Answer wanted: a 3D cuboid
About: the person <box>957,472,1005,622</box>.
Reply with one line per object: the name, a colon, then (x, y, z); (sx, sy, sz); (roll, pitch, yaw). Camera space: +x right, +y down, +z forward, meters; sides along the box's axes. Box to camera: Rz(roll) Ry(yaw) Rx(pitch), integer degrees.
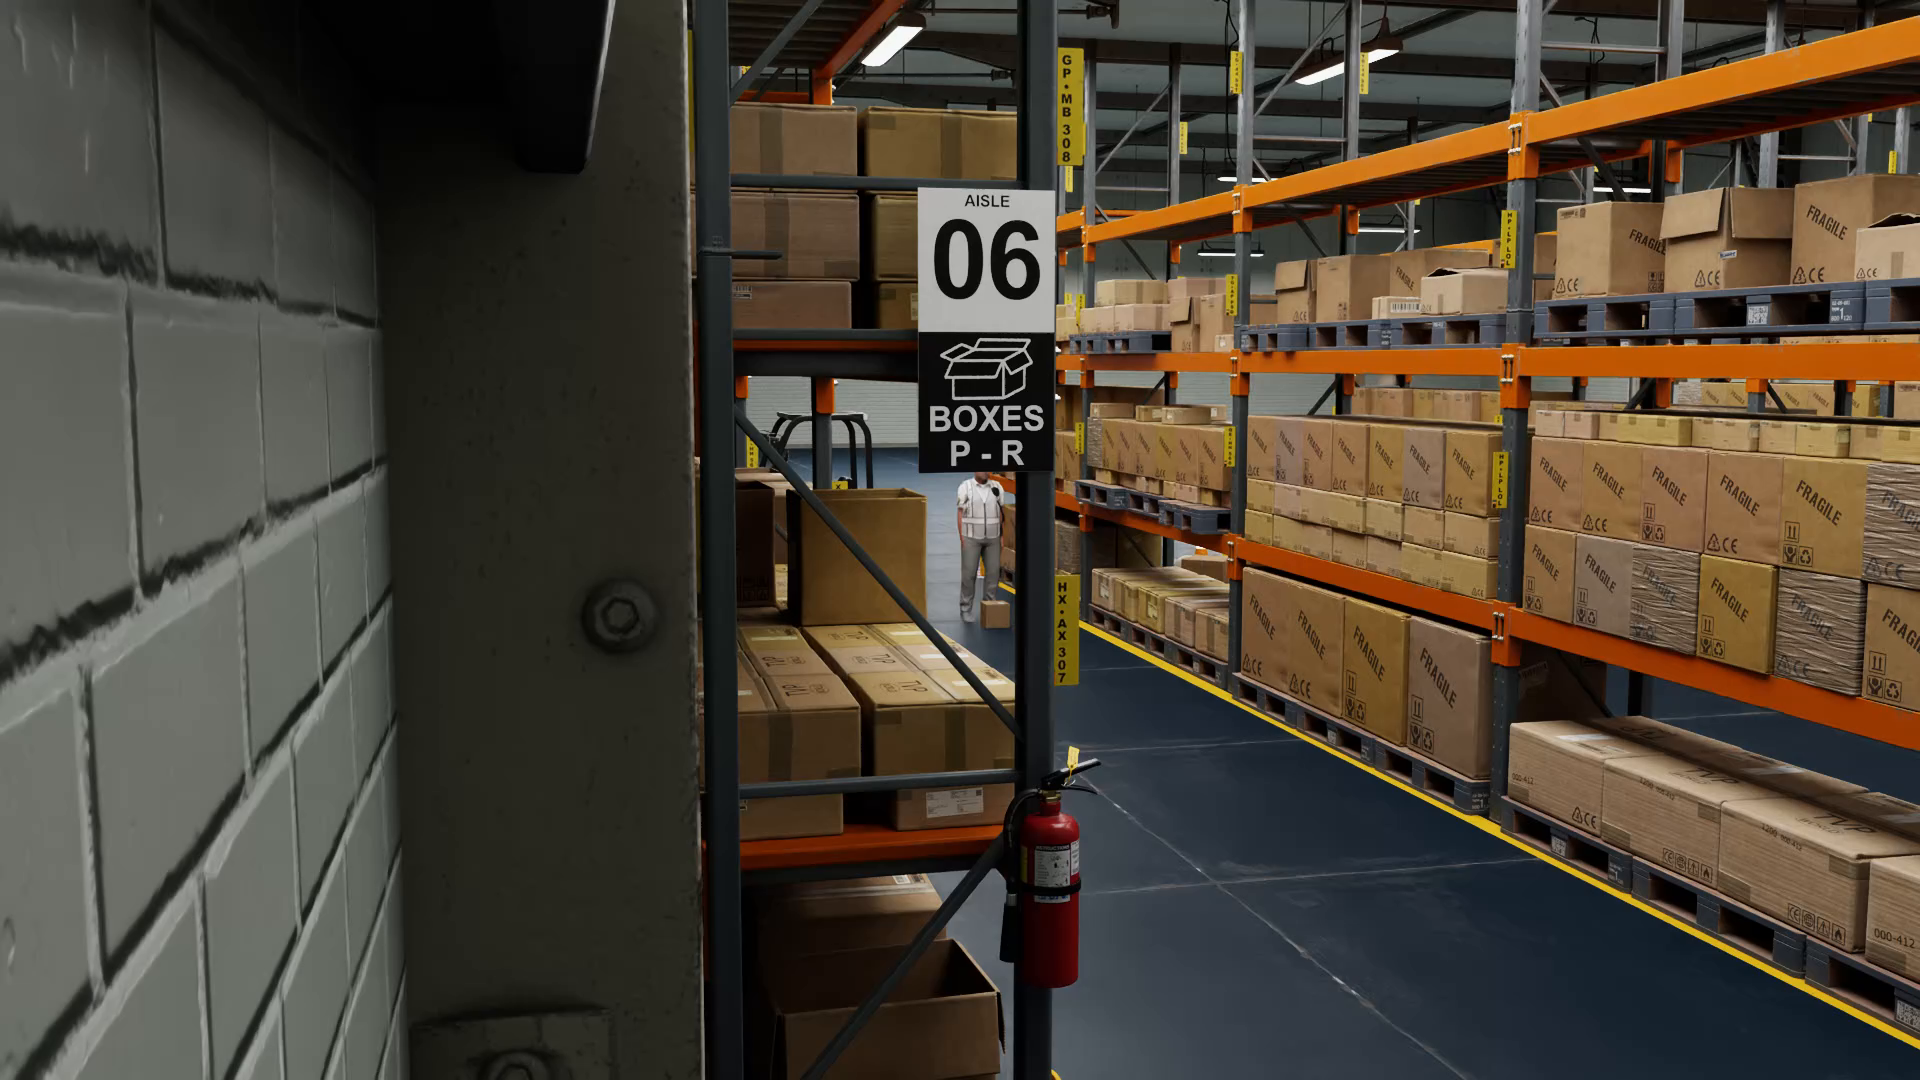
person: (0.238, -0.016, 17.608); (0.526, 1.778, 0.388); (-2, 6, -16)
